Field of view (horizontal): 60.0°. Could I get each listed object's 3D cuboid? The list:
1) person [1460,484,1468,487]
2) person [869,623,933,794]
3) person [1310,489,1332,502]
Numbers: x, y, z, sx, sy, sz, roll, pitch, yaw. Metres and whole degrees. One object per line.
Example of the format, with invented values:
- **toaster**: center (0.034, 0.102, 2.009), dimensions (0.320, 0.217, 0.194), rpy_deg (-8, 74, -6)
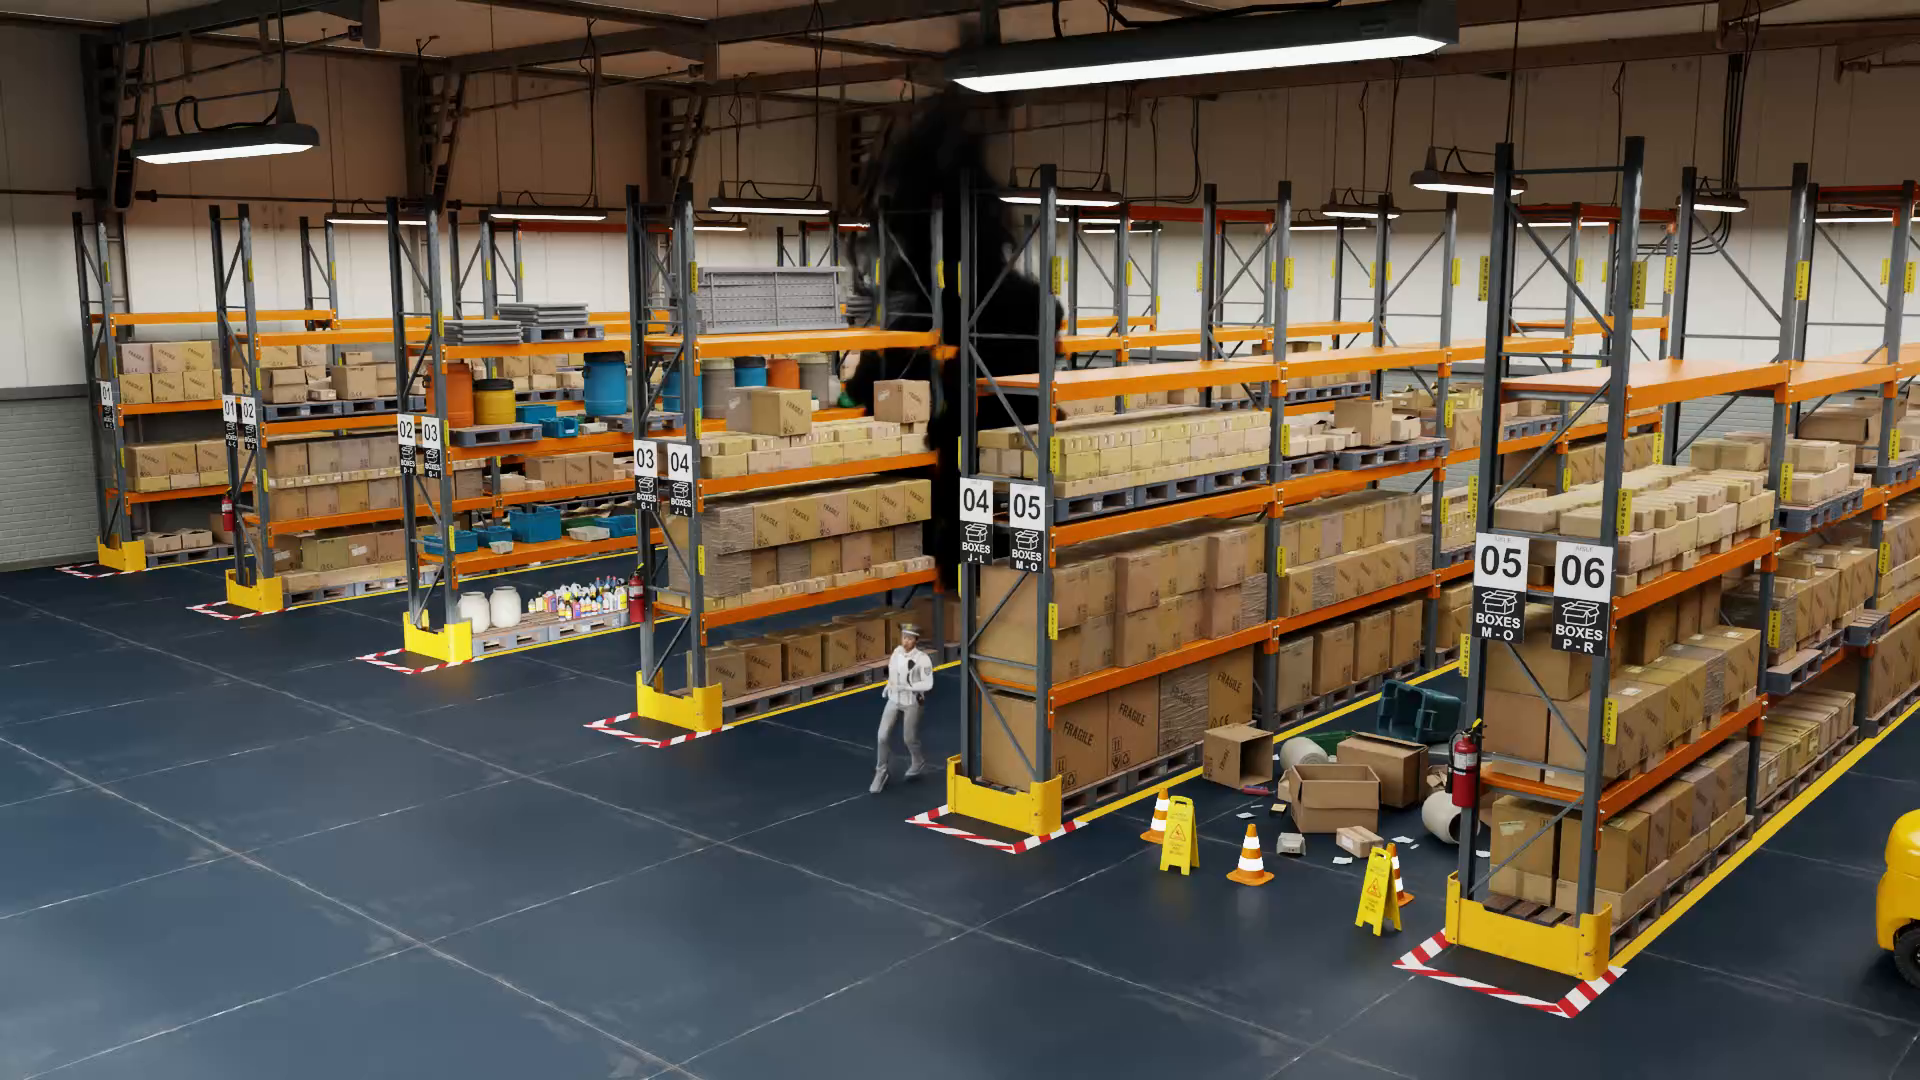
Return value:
- **person**: center (8.252, -0.101, 27.078), dimensions (0.637, 1.622, 0.587), rpy_deg (-7, 12, -38)
- **person**: center (-0.508, 1.629, 16.476), dimensions (0.607, 1.695, 0.764), rpy_deg (5, 11, 29)
- **person**: center (5.712, -0.056, 26.344), dimensions (0.668, 1.743, 0.523), rpy_deg (7, 12, 35)
